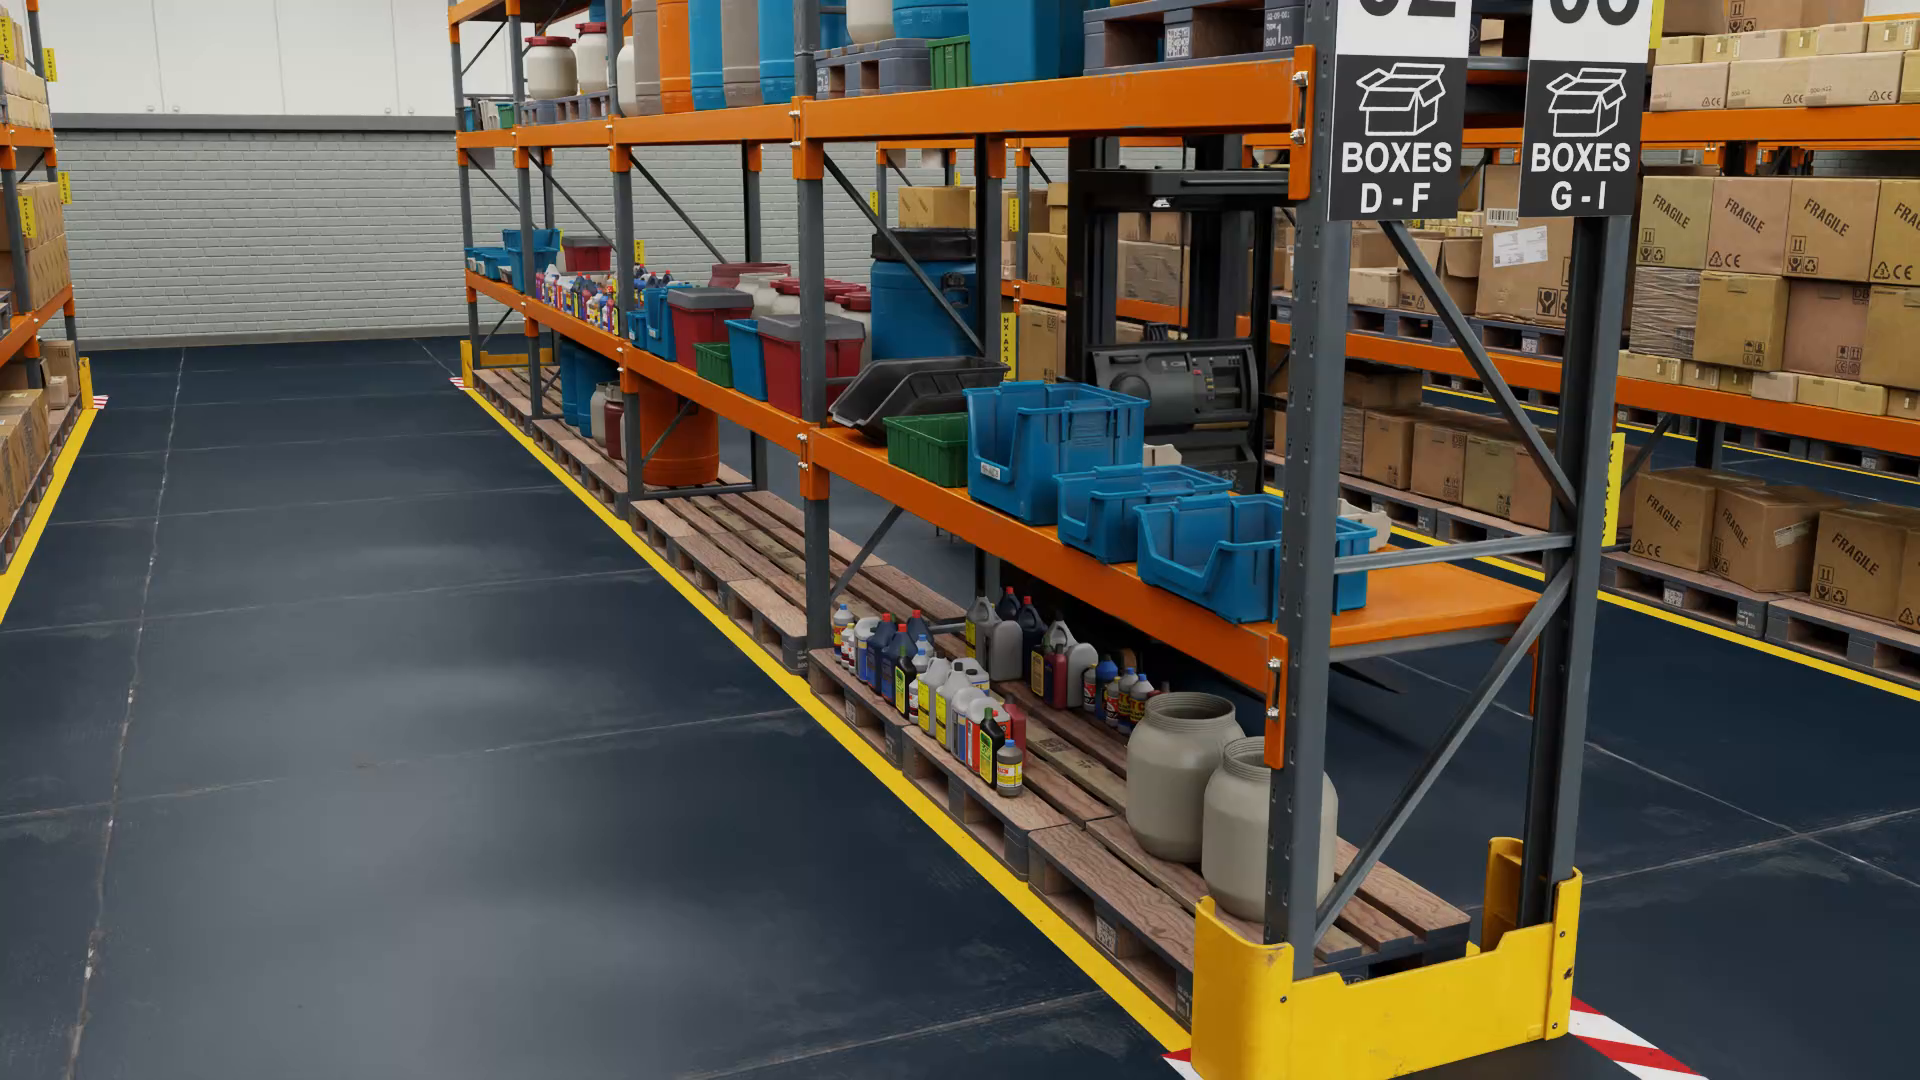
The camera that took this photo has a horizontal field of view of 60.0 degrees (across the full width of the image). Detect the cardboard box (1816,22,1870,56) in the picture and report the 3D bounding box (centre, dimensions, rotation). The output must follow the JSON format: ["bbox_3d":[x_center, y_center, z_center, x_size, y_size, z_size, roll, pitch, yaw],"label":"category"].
[{"bbox_3d":[4.531,-2.502,8.322,0.380,0.149,0.250,-6,14,-24],"label":"cardboard box"}]

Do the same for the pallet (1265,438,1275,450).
[{"bbox_3d":[2.411,-0.868,14.652,1.003,0.211,1.213,-6,14,-23],"label":"pallet"}]

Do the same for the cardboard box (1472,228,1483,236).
[{"bbox_3d":[5.691,-3.254,17.744,0.380,0.149,0.250,-6,14,-25],"label":"cardboard box"}]

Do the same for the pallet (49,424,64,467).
[{"bbox_3d":[-8.297,-0.773,14.241,1.003,0.211,1.213,-6,14,-23],"label":"pallet"}]

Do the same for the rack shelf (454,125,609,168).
[{"bbox_3d":[-4.284,-3.960,16.771,1.077,0.370,4.000,-6,14,-23],"label":"rack shelf"}]

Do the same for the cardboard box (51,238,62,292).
[{"bbox_3d":[-8.790,-2.586,15.669,0.500,0.500,0.500,-6,14,-23],"label":"cardboard box"}]

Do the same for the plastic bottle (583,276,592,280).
[{"bbox_3d":[-3.136,-2.068,13.927,0.152,0.276,0.135,-6,14,-23],"label":"plastic bottle"}]

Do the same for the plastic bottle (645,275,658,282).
[{"bbox_3d":[-2.626,-2.116,14.134,0.152,0.276,0.135,-6,14,-23],"label":"plastic bottle"}]

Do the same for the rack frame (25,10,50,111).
[{"bbox_3d":[-9.625,-5.738,16.207,1.000,3.000,0.127,-6,14,-23],"label":"rack frame"}]

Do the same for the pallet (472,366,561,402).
[{"bbox_3d":[-4.790,-1.730,18.376,1.003,0.211,1.213,-6,14,-23],"label":"pallet"}]

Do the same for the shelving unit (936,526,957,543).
[{"bbox_3d":[-0.021,-0.523,11.299,0.215,1.050,0.252,-6,14,-23],"label":"shelving unit"}]

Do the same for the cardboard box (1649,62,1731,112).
[{"bbox_3d":[4.206,-2.503,9.211,0.500,0.250,0.500,-6,14,-25],"label":"cardboard box"}]

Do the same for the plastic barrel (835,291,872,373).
[{"bbox_3d":[-0.460,-1.067,9.025,0.433,0.535,0.433,0,13,0],"label":"plastic barrel"}]

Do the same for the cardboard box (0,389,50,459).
[{"bbox_3d":[-7.563,-0.910,13.216,0.500,0.500,0.500,-6,14,-23],"label":"cardboard box"}]

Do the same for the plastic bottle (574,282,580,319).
[{"bbox_3d":[-3.019,-1.900,13.184,0.061,0.283,0.133,-6,14,-23],"label":"plastic bottle"}]

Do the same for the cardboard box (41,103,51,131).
[{"bbox_3d":[-9.178,-4.122,16.206,0.500,0.250,0.500,-6,14,-23],"label":"cardboard box"}]

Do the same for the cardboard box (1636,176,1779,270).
[{"bbox_3d":[4.207,-1.795,9.376,0.500,0.500,0.500,-6,14,-23],"label":"cardboard box"}]

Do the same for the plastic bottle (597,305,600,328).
[{"bbox_3d":[-2.672,-1.691,12.466,0.097,0.201,0.097,0,13,0],"label":"plastic bottle"}]

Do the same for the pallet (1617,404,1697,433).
[{"bbox_3d":[6.931,-1.287,16.463,1.003,0.211,1.213,-6,14,-23],"label":"pallet"}]

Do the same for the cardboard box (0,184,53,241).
[{"bbox_3d":[-8.574,-2.967,15.099,0.500,0.500,0.500,-5,14,-21],"label":"cardboard box"}]

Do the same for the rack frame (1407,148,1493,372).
[{"bbox_3d":[5.641,-3.310,19.021,1.000,3.000,0.127,-6,14,-23],"label":"rack frame"}]

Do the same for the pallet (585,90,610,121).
[{"bbox_3d":[-2.097,-3.146,12.076,1.003,0.211,1.213,-6,14,-23],"label":"pallet"}]

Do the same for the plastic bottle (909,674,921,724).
[{"bbox_3d":[-0.167,0.670,7.054,0.097,0.201,0.097,0,13,0],"label":"plastic bottle"}]

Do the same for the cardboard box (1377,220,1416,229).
[{"bbox_3d":[5.188,-3.578,19.297,0.500,0.500,0.500,-6,14,-23],"label":"cardboard box"}]

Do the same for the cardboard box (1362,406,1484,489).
[{"bbox_3d":[3.412,-0.687,12.253,0.700,0.500,0.500,-4,14,-18],"label":"cardboard box"}]

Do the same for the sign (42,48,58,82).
[{"bbox_3d":[-9.109,-4.754,16.644,0.100,0.325,0.005,-6,14,-23],"label":"sign"}]

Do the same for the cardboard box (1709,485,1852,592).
[{"bbox_3d":[4.620,-0.013,9.387,0.500,0.500,0.500,-1,13,-5],"label":"cardboard box"}]

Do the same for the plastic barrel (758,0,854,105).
[{"bbox_3d":[-0.681,-2.574,8.076,0.600,0.901,0.708,-6,14,-23],"label":"plastic barrel"}]

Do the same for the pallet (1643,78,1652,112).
[{"bbox_3d":[4.110,-2.738,10.310,1.213,0.211,1.003,-6,14,-23],"label":"pallet"}]

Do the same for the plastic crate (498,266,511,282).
[{"bbox_3d":[-4.456,-2.669,16.702,0.293,0.136,0.466,-6,14,-23],"label":"plastic crate"}]

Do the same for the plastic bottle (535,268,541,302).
[{"bbox_3d":[-3.727,-2.265,14.762,0.061,0.283,0.133,-6,14,-23],"label":"plastic bottle"}]

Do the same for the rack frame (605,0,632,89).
[{"bbox_3d":[-1.880,-4.532,10.995,1.000,3.000,0.127,-6,14,-23],"label":"rack frame"}]

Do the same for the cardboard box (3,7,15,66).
[{"bbox_3d":[-8.529,-4.302,14.215,0.700,0.500,0.500,-6,14,-23],"label":"cardboard box"}]

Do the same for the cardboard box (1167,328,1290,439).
[{"bbox_3d":[2.400,-1.371,14.421,1.225,0.875,0.875,-6,14,-26],"label":"cardboard box"}]

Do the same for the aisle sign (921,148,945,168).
[{"bbox_3d":[-0.301,-5.018,20.634,0.394,0.787,0.004,-6,14,-23],"label":"aisle sign"}]

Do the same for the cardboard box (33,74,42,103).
[{"bbox_3d":[-8.985,-4.261,15.700,0.500,0.250,0.500,-6,14,-23],"label":"cardboard box"}]

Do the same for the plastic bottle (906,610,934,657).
[{"bbox_3d":[-0.203,0.484,7.524,0.144,0.351,0.185,-6,14,-23],"label":"plastic bottle"}]

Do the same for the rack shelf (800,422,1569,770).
[{"bbox_3d":[0.523,-0.019,6.397,1.077,0.370,4.000,-6,14,-23],"label":"rack shelf"}]

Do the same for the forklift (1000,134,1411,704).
[{"bbox_3d":[1.196,-0.828,8.446,1.130,2.935,3.031,-5,14,-19],"label":"forklift"}]

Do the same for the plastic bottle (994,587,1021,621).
[{"bbox_3d":[0.244,0.400,7.888,0.144,0.351,0.185,-6,14,-24],"label":"plastic bottle"}]

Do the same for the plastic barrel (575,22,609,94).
[{"bbox_3d":[-2.729,-3.694,12.795,0.433,0.535,0.433,0,13,0],"label":"plastic barrel"}]

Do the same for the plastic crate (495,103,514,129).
[{"bbox_3d":[-4.140,-3.975,15.611,0.416,0.233,0.300,-6,14,-23],"label":"plastic crate"}]

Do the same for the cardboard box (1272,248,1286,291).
[{"bbox_3d":[2.712,-2.231,14.133,0.500,0.500,0.500,-5,14,-21],"label":"cardboard box"}]

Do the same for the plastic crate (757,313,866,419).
[{"bbox_3d":[-0.752,-0.887,8.407,0.402,0.464,0.583,-6,14,-23],"label":"plastic crate"}]

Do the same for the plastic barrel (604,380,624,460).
[{"bbox_3d":[-2.544,-0.972,13.334,0.600,0.588,0.708,-6,14,-23],"label":"plastic barrel"}]

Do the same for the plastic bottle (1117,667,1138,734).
[{"bbox_3d":[0.706,0.664,6.924,0.097,0.271,0.097,0,13,0],"label":"plastic bottle"}]

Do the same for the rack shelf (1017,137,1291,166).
[{"bbox_3d":[1.857,-3.581,15.133,1.077,0.370,4.000,-6,14,-23],"label":"rack shelf"}]

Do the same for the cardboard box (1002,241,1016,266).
[{"bbox_3d":[0.638,-3.023,17.450,0.500,0.250,0.500,-6,14,-24],"label":"cardboard box"}]

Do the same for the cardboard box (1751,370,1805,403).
[{"bbox_3d":[4.456,-0.828,8.854,0.380,0.149,0.250,-6,14,-23],"label":"cardboard box"}]

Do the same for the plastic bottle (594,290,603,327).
[{"bbox_3d":[-2.711,-1.745,12.545,0.097,0.271,0.097,0,13,0],"label":"plastic bottle"}]

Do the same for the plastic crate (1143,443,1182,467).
[{"bbox_3d":[0.604,-0.342,6.780,0.530,0.136,0.437,-6,14,-23],"label":"plastic crate"}]

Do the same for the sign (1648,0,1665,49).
[{"bbox_3d":[1.830,-1.471,4.402,0.100,0.325,0.005,-6,14,-23],"label":"sign"}]
